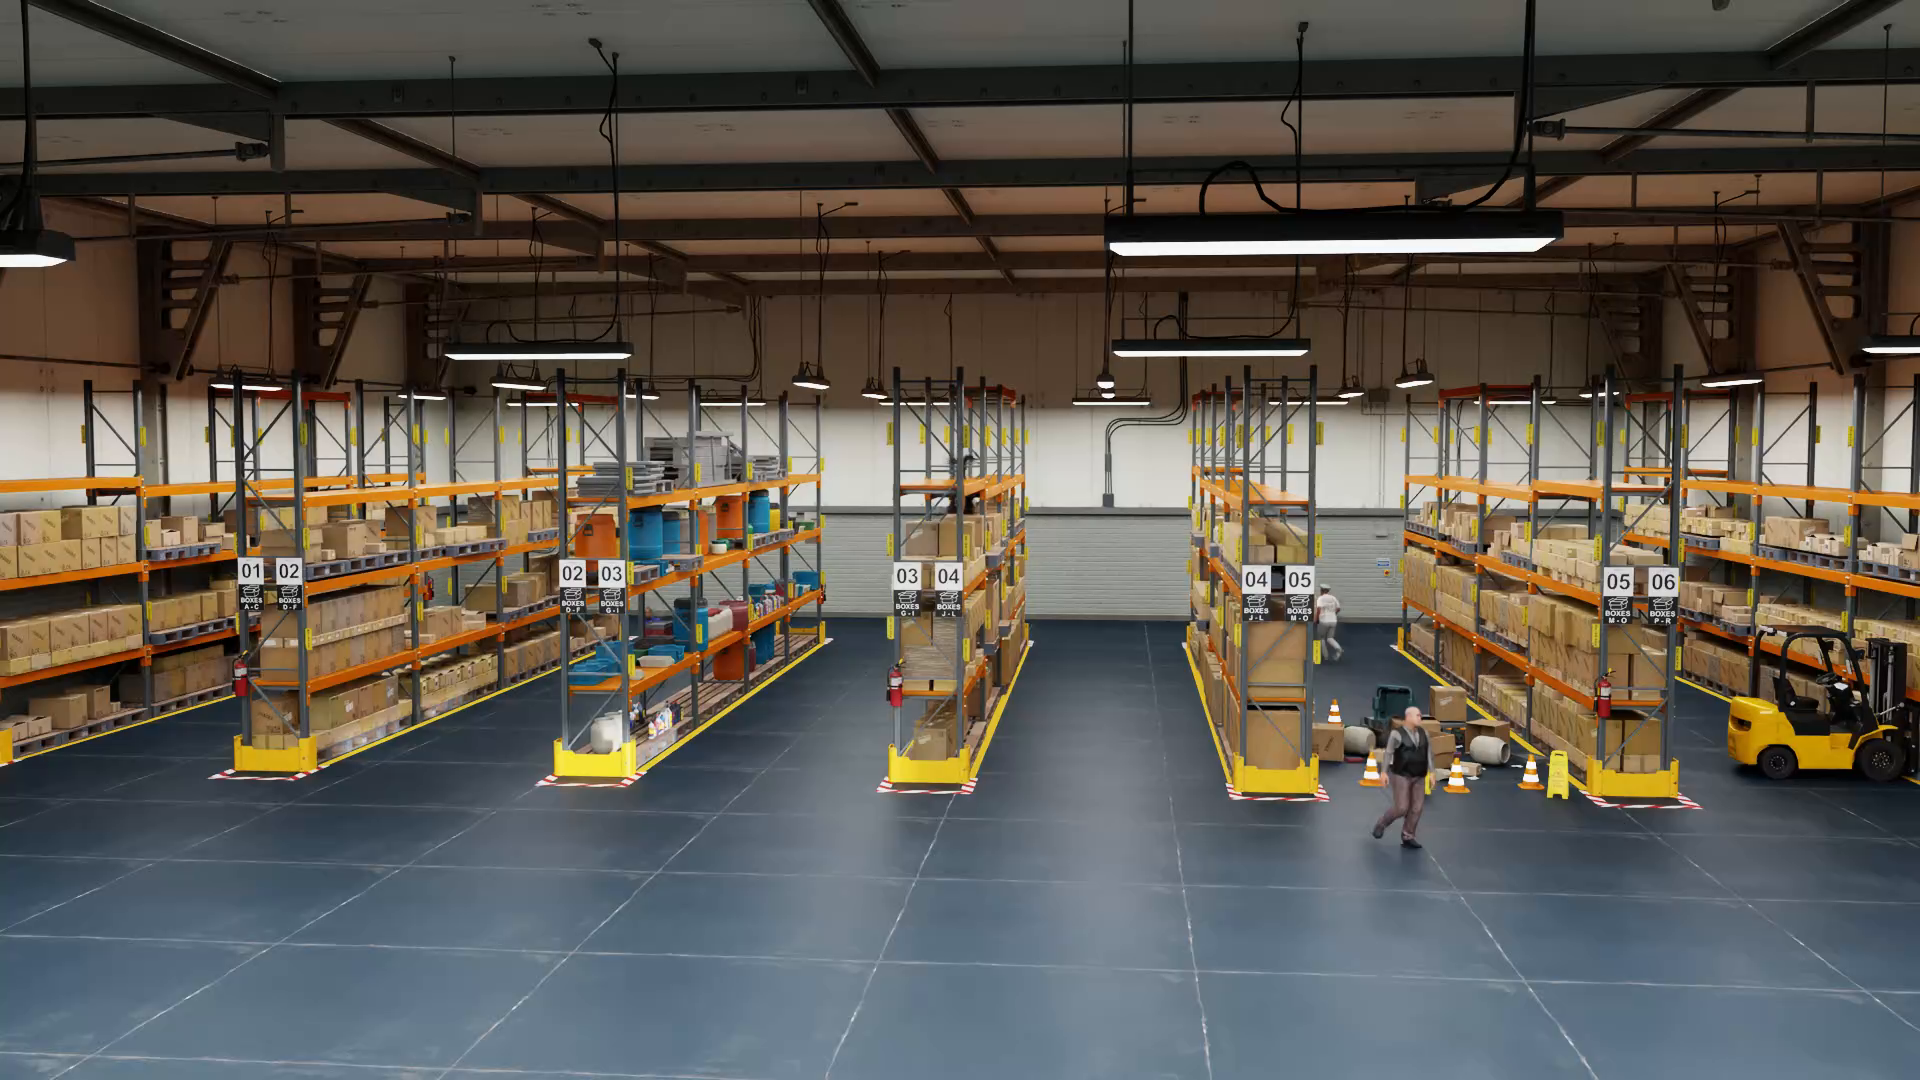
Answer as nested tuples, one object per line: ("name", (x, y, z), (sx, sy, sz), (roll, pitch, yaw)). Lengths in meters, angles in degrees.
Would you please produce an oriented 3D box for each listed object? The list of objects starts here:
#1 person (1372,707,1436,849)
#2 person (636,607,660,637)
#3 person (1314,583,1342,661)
("person", (5.408, 2.922, 20.267), (0.664, 1.635, 0.577), (-1, 4, -19))
("person", (-6.302, 2.119, 33.875), (0.584, 1.546, 0.834), (-1, 4, -9))
("person", (8.231, 1.849, 37.129), (0.662, 1.721, 0.773), (-1, 4, -19))
